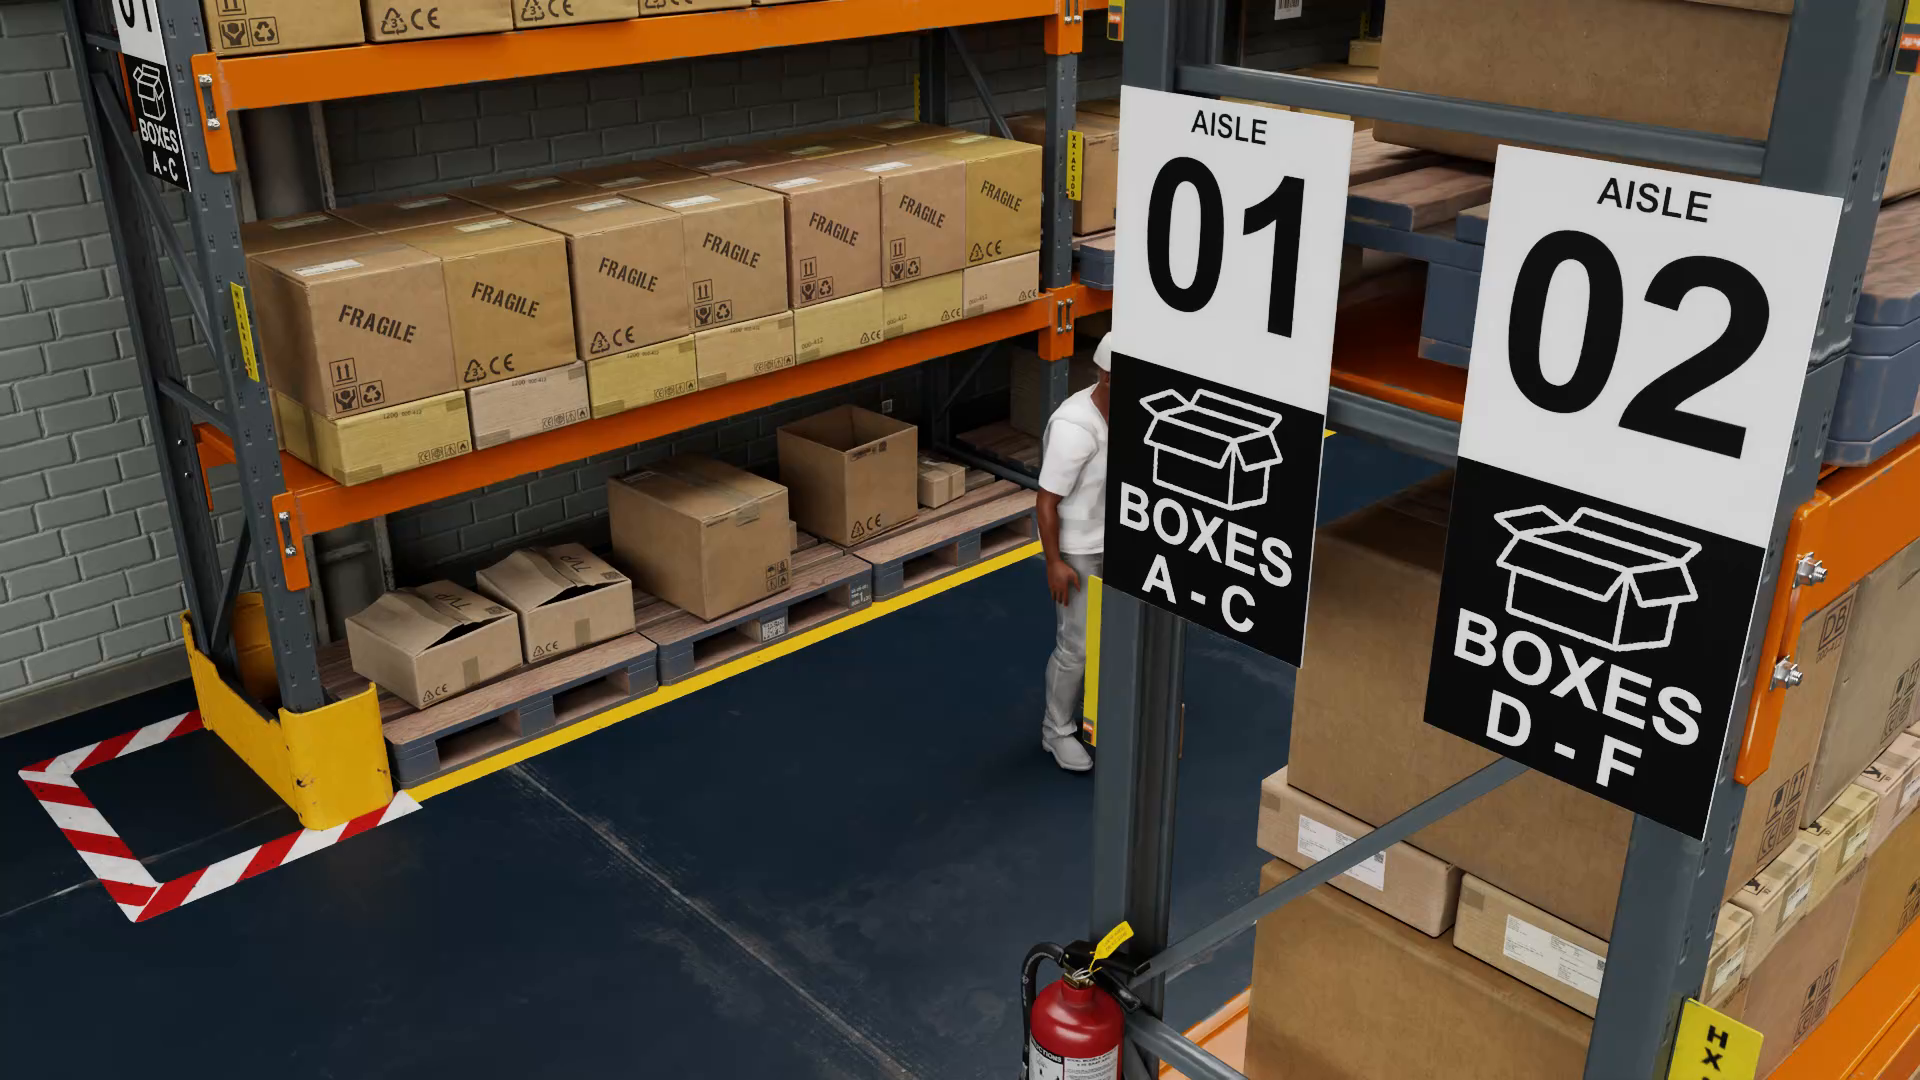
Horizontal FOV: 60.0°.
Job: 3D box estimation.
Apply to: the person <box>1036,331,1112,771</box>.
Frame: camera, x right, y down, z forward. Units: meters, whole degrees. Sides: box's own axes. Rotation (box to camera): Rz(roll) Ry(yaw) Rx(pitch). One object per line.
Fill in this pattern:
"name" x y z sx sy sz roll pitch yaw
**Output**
"person" 0.553 0.019 6.539 0.457 1.761 0.628 22 32 40
